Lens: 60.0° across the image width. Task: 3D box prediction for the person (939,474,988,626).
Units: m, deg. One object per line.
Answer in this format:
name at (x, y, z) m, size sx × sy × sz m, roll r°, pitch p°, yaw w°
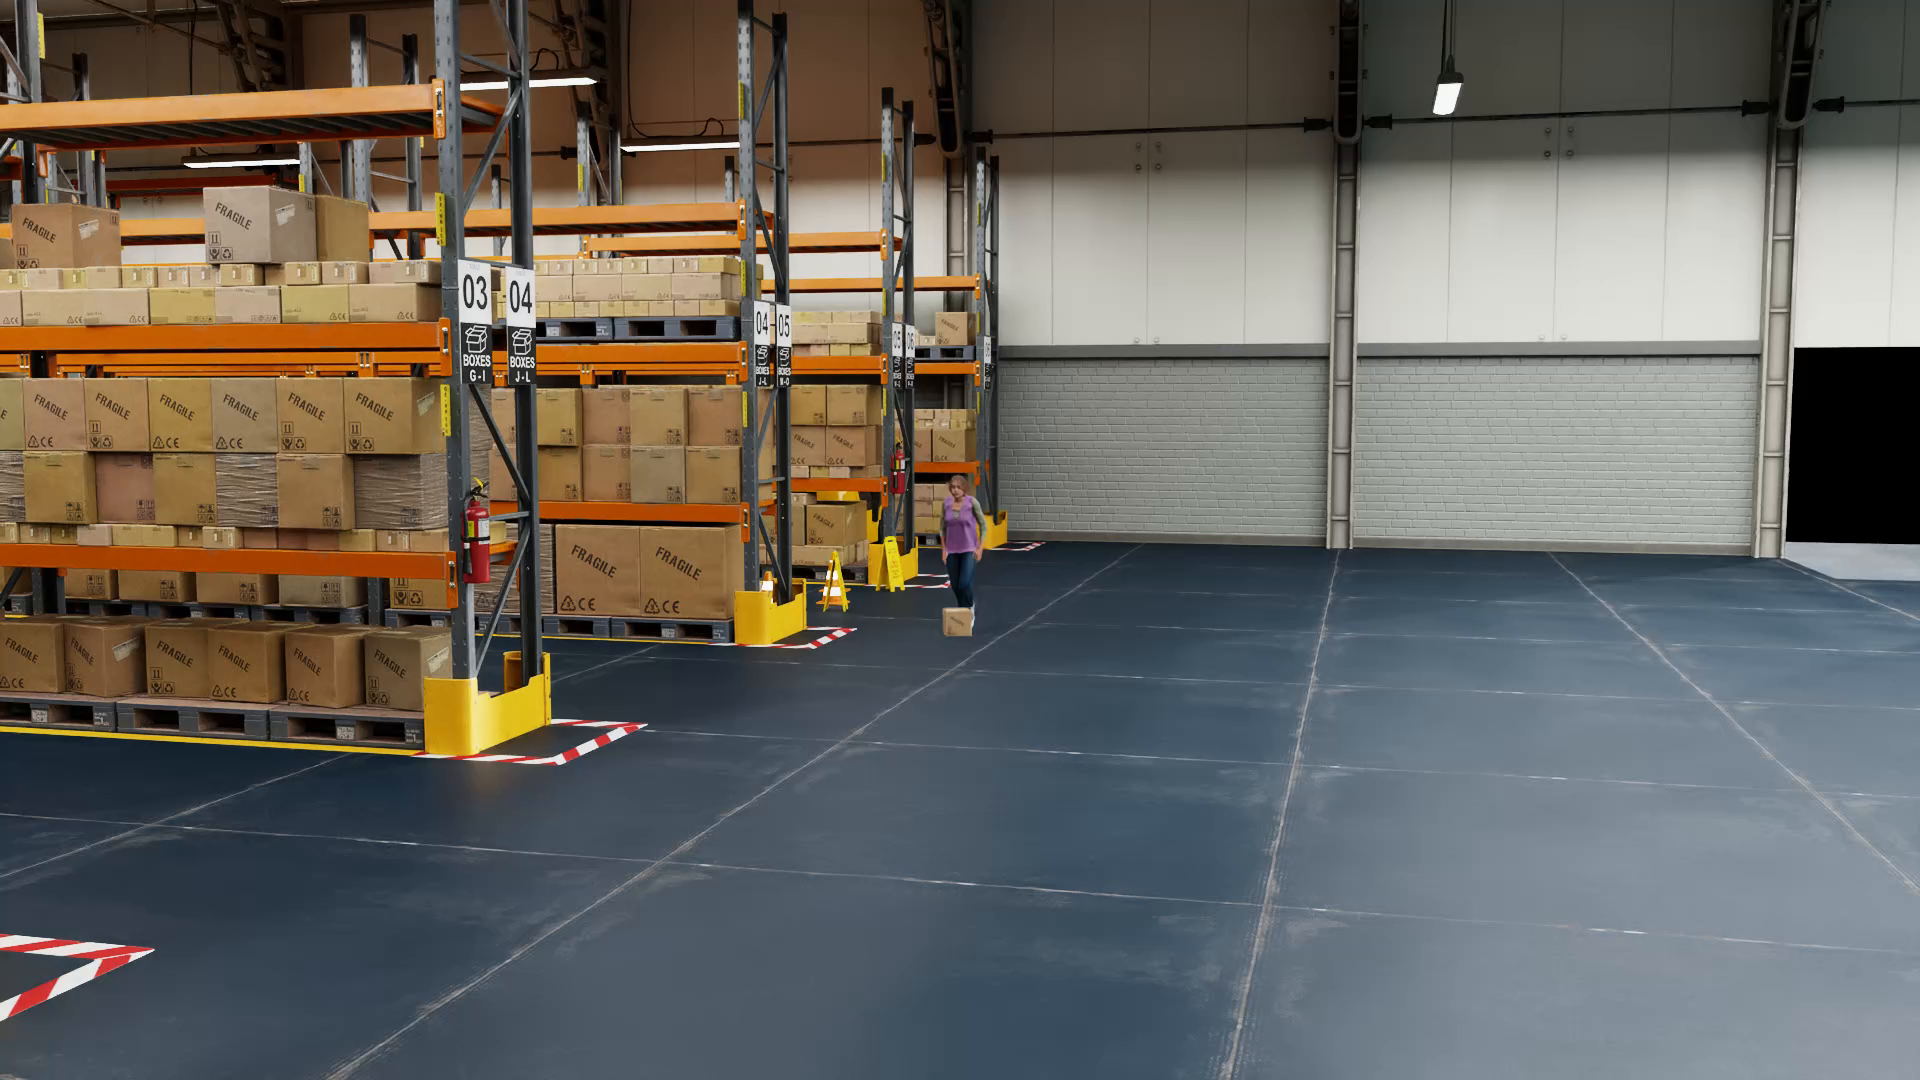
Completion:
person at (0.033, 0.123, 16.391) m, size 0.484 × 1.557 × 0.481 m, roll 2°, pitch 5°, yaw 20°
